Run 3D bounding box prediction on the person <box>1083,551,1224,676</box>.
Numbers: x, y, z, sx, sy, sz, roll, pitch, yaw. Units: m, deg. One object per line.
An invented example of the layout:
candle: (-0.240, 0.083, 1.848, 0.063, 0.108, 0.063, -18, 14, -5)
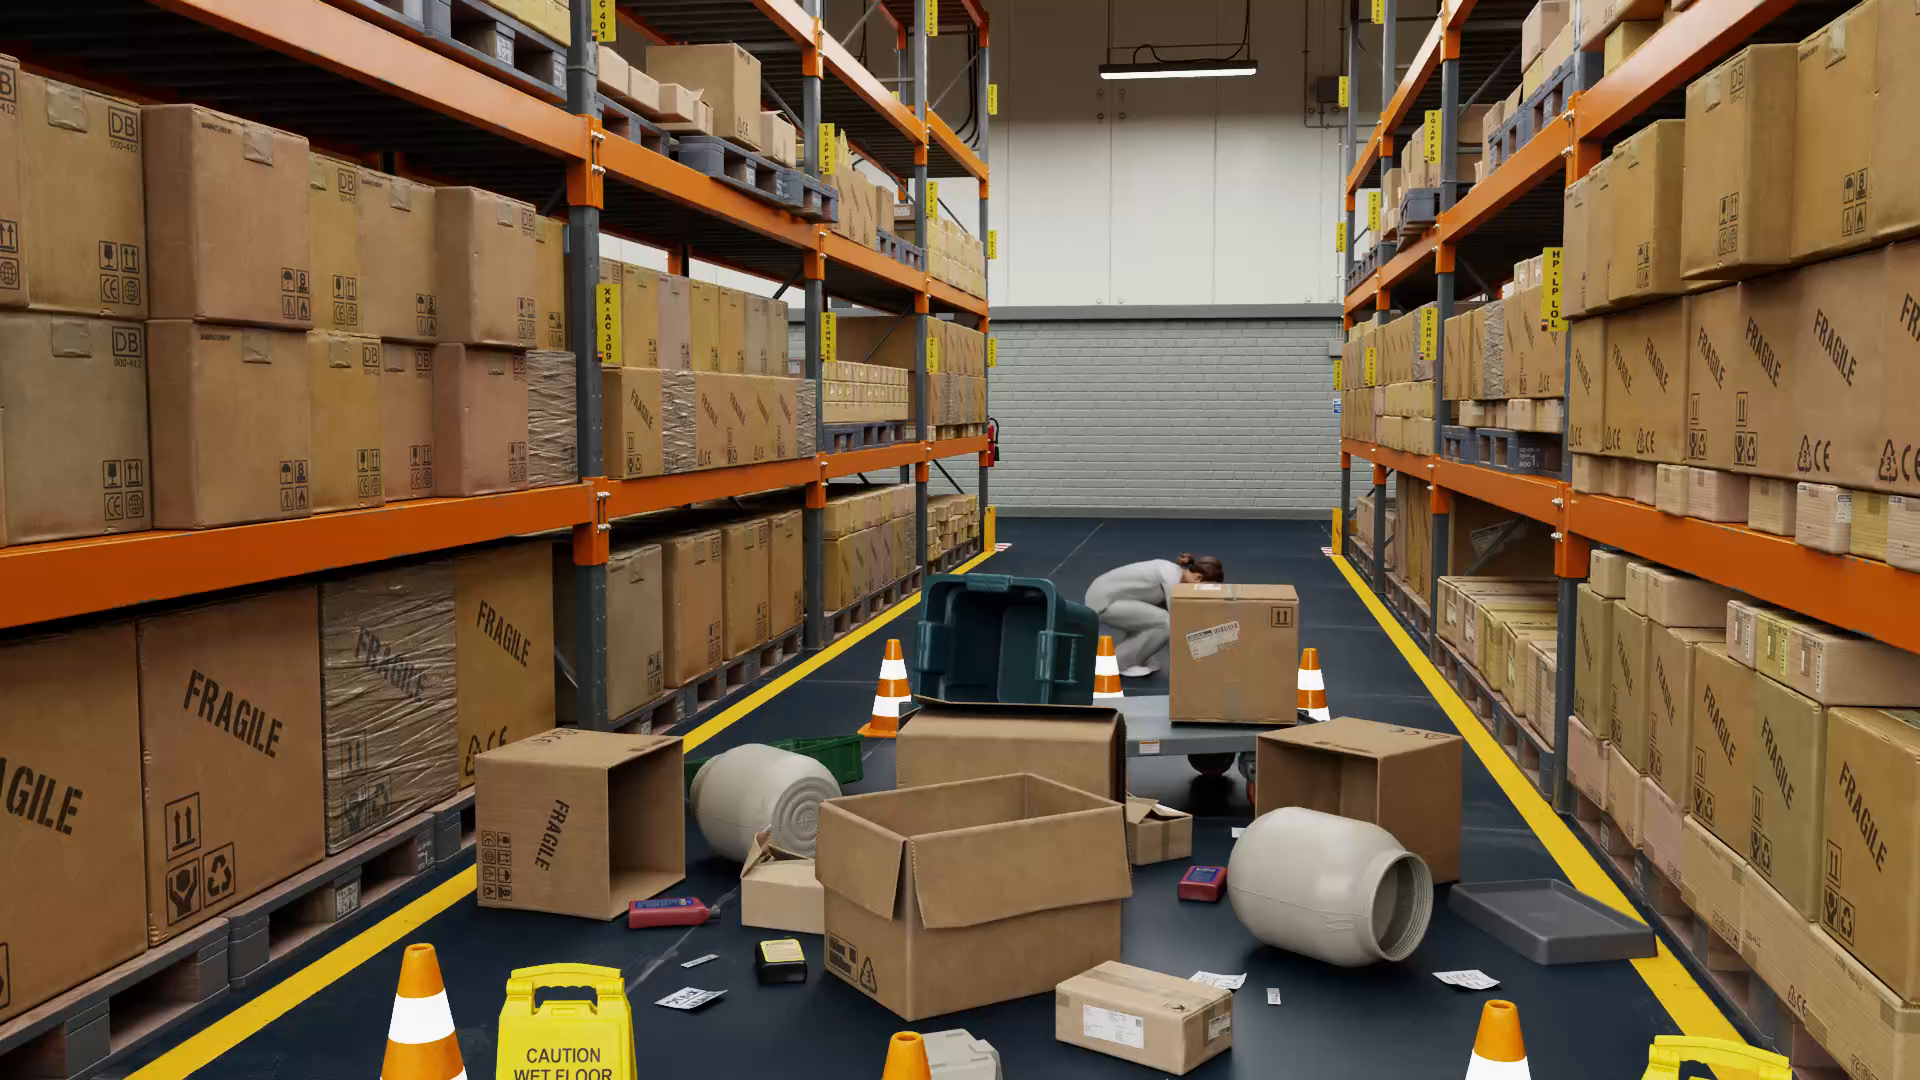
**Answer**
person: (1.179, 0.463, 10.130, 0.848, 0.793, 0.456, 1, 5, 7)
